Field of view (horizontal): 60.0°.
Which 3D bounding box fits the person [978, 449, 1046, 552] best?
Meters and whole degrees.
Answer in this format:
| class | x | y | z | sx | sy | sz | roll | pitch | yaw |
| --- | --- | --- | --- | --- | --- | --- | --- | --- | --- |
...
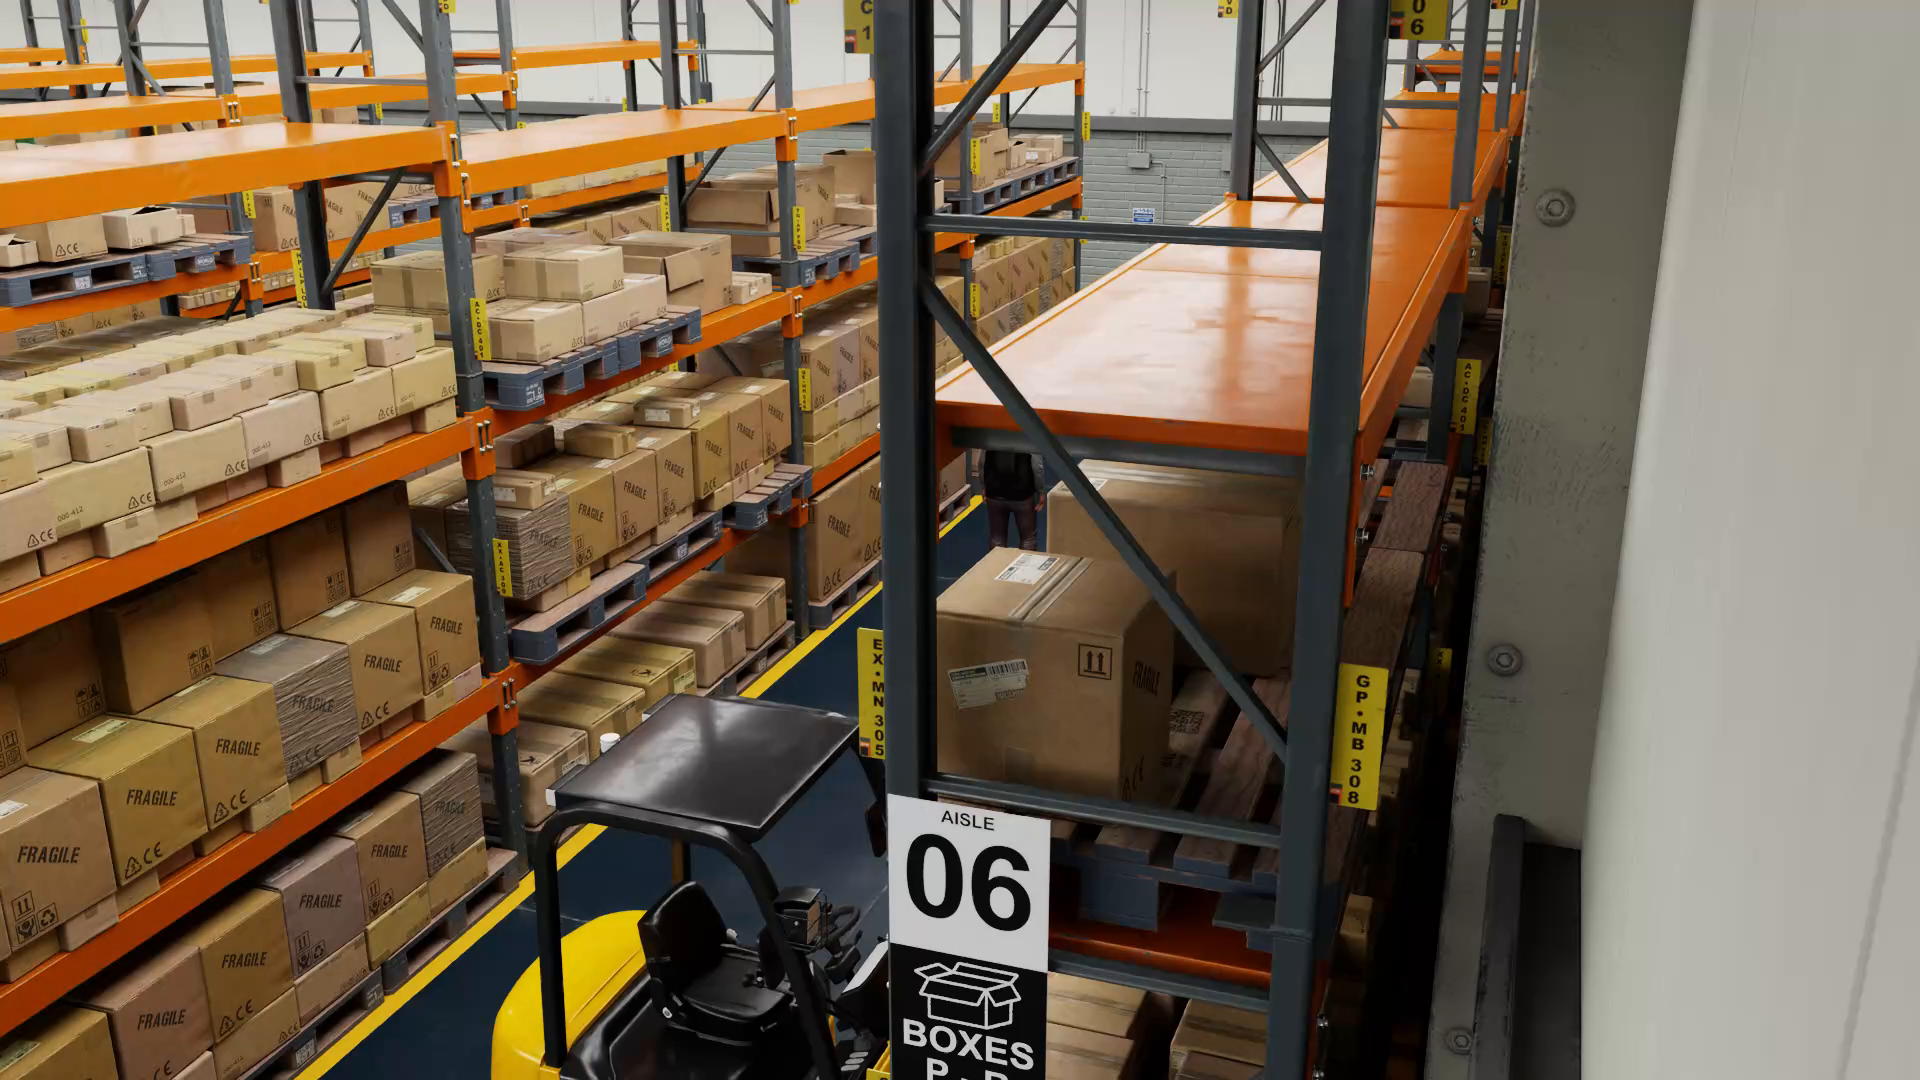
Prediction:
| class | x | y | z | sx | sy | sz | roll | pitch | yaw |
| --- | --- | --- | --- | --- | --- | --- | --- | --- | --- |
| person | 0.436 | -0.379 | 14.113 | 0.581 | 1.721 | 0.420 | 6 | 20 | 18 |
